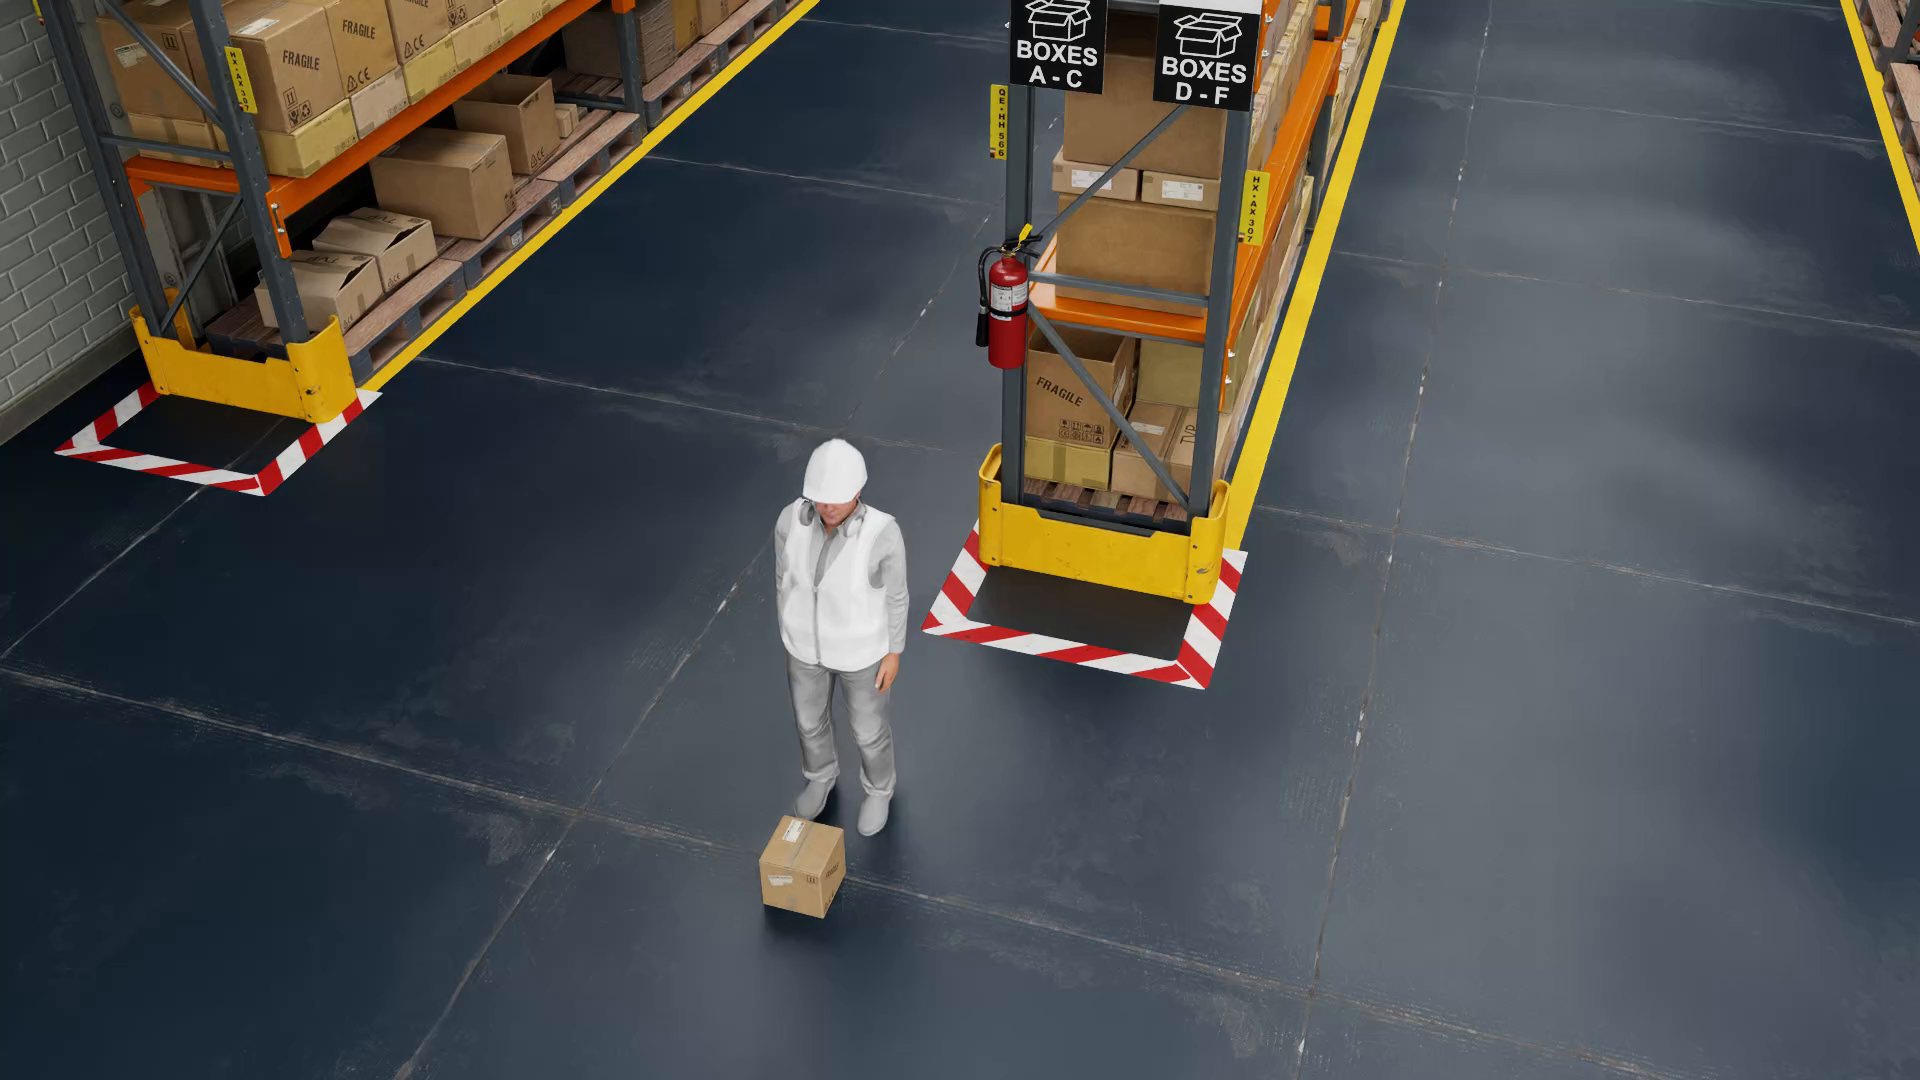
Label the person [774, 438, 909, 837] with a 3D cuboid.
[{"bbox_3d":[-0.452,0.393,6.359,0.532,1.778,0.360,12,38,15],"label":"person"}]
